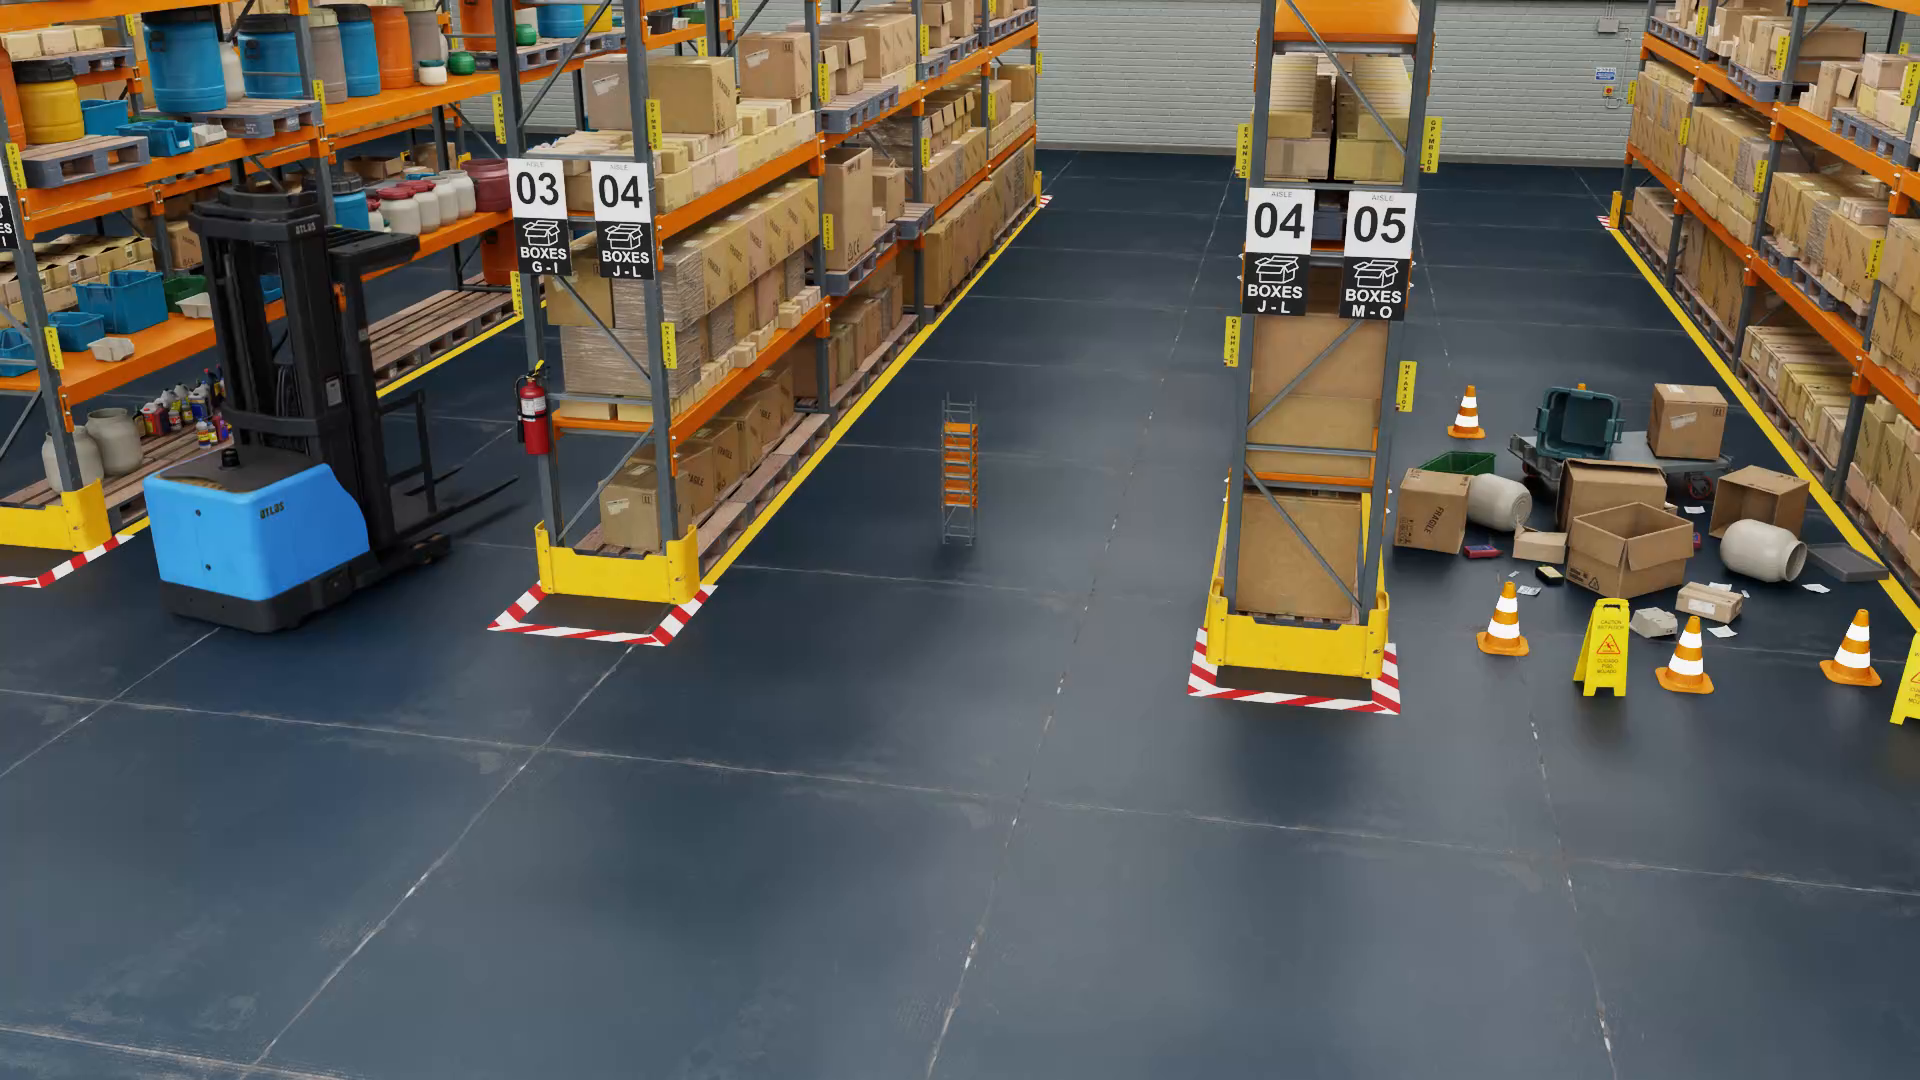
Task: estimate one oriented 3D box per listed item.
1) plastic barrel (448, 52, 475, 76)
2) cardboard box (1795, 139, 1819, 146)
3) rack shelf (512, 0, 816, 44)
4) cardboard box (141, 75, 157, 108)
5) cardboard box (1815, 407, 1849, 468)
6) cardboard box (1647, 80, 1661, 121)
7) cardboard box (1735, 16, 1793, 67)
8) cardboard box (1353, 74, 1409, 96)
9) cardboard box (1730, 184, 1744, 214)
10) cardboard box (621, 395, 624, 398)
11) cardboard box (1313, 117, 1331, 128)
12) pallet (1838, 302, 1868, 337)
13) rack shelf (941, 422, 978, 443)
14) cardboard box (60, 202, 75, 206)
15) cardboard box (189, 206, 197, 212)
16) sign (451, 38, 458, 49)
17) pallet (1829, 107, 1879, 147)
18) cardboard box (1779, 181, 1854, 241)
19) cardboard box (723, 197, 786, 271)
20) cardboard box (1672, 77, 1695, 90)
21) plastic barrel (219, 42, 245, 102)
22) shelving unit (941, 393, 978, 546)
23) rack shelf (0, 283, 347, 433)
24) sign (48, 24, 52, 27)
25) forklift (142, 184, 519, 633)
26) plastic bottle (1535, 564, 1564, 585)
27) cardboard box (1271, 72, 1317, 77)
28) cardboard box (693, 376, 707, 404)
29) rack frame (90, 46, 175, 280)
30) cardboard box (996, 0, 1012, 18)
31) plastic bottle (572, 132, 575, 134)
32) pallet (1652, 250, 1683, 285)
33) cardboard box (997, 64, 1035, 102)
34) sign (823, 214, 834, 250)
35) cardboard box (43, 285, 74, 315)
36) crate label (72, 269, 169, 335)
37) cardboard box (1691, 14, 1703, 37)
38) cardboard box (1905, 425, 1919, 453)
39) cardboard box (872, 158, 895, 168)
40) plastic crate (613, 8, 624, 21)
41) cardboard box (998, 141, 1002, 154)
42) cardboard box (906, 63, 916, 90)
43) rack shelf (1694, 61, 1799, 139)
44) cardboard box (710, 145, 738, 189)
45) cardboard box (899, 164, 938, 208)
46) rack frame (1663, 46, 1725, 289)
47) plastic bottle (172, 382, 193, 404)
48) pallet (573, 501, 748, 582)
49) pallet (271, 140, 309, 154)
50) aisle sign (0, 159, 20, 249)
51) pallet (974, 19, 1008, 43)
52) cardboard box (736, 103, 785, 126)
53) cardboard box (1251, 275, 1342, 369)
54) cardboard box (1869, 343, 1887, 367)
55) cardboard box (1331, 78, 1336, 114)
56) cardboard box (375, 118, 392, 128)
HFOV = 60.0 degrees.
[{"bbox_3d":[-5.775,-5.520,19.269,0.294,0.245,0.294,0,22,0],"label":"plastic barrel"},{"bbox_3d":[9.208,-4.016,17.869,0.500,0.500,0.500,5,22,11],"label":"cardboard box"},{"bbox_3d":[-2.150,-4.171,12.662,1.077,0.370,4.000,4,22,11],"label":"rack shelf"},{"bbox_3d":[-14.072,-7.661,27.990,0.980,0.700,0.700,4,22,10],"label":"cardboard box"},{"bbox_3d":[8.064,-0.867,14.478,0.950,0.372,0.625,5,22,12],"label":"cardboard box"},{"bbox_3d":[9.836,-6.066,22.958,0.500,0.500,0.500,4,22,11],"label":"cardboard box"},{"bbox_3d":[8.852,-5.462,18.218,0.500,0.500,0.500,5,22,11],"label":"cardboard box"},{"bbox_3d":[3.072,-3.306,12.136,0.380,0.149,0.250,4,22,10],"label":"cardboard box"},{"bbox_3d":[8.727,-3.709,18.109,0.500,0.250,0.500,4,22,10],"label":"cardboard box"},{"bbox_3d":[-2.650,-1.087,12.403,0.380,0.149,0.250,4,22,11],"label":"cardboard box"},{"bbox_3d":[2.206,-2.661,11.068,0.500,0.250,0.500,5,22,11],"label":"cardboard box"},{"bbox_3d":[8.258,-1.879,14.291,1.003,0.211,1.213,4,22,11],"label":"pallet"},{"bbox_3d":[-0.003,-0.844,13.029,0.258,0.103,0.180,4,22,11],"label":"rack shelf"},{"bbox_3d":[-10.828,-4.087,19.853,0.380,0.149,0.250,6,23,15],"label":"cardboard box"},{"bbox_3d":[-10.556,-4.268,22.723,0.500,0.500,0.500,4,22,9],"label":"cardboard box"},{"bbox_3d":[-8.451,-8.234,27.841,0.100,0.325,0.005,4,22,11],"label":"sign"},{"bbox_3d":[8.399,-3.601,14.546,1.213,0.211,1.003,4,22,11],"label":"pallet"},{"bbox_3d":[8.358,-3.203,16.229,0.500,0.500,0.500,6,23,14],"label":"cardboard box"},{"bbox_3d":[-1.768,-2.552,13.834,0.500,0.500,0.500,4,22,11],"label":"cardboard box"},{"bbox_3d":[9.666,-6.036,22.015,0.380,0.149,0.250,4,22,10],"label":"cardboard box"},{"bbox_3d":[-6.871,-4.328,15.388,0.421,0.512,0.421,0,22,0],"label":"plastic barrel"},{"bbox_3d":[-0.003,-0.551,13.147,0.258,1.200,0.189,4,22,11],"label":"shelving unit"},{"bbox_3d":[-6.999,-1.767,14.720,1.077,0.370,4.000,4,22,11],"label":"rack shelf"},{"bbox_3d":[-11.153,-6.348,20.422,0.100,0.325,0.005,4,22,11],"label":"sign"},{"bbox_3d":[-4.667,-1.229,12.512,1.130,2.935,3.031,10,24,22],"label":"forklift"},{"bbox_3d":[4.474,0.257,12.663,0.133,0.061,0.283,-3,22,-8],"label":"plastic bottle"},{"bbox_3d":[2.428,-3.353,12.252,0.380,0.149,0.250,4,22,11],"label":"cardboard box"},{"bbox_3d":[-2.131,-1.142,12.540,0.380,0.149,0.250,4,22,11],"label":"cardboard box"},{"bbox_3d":[-10.623,-4.674,20.975,1.000,3.000,0.127,4,22,11],"label":"rack frame"},{"bbox_3d":[0.351,-7.727,23.710,0.700,0.500,0.500,5,23,13],"label":"cardboard box"},{"bbox_3d":[-5.451,-5.602,23.436,0.061,0.283,0.133,4,22,11],"label":"plastic bottle"},{"bbox_3d":[9.824,-3.604,22.050,1.003,0.211,1.213,4,22,11],"label":"pallet"},{"bbox_3d":[0.865,-7.062,25.701,0.500,0.500,0.500,5,22,12],"label":"cardboard box"},{"bbox_3d":[-1.209,-2.818,15.207,0.100,0.325,0.005,4,22,11],"label":"sign"},{"bbox_3d":[-10.801,-2.822,19.494,0.500,0.250,0.500,5,22,12],"label":"cardboard box"},{"bbox_3d":[-7.296,-2.080,14.485,0.502,0.435,0.616,4,22,11],"label":"crate label"},{"bbox_3d":[9.409,-6.453,20.861,0.396,0.266,0.258,5,23,13],"label":"cardboard box"},{"bbox_3d":[7.336,-0.744,12.463,0.380,0.149,0.250,6,23,14],"label":"cardboard box"},{"bbox_3d":[-0.997,-3.958,18.501,0.500,0.500,0.500,2,22,4],"label":"cardboard box"},{"bbox_3d":[-4.896,-7.770,24.806,0.437,0.282,0.530,4,22,11],"label":"plastic crate"},{"bbox_3d":[0.383,-5.539,23.459,0.380,0.149,0.250,5,23,13],"label":"cardboard box"},{"bbox_3d":[-0.782,-5.047,18.086,0.500,0.250,0.500,5,22,11],"label":"cardboard box"},{"bbox_3d":[9.184,-4.951,18.611,1.077,0.370,4.000,4,22,11],"label":"rack shelf"},{"bbox_3d":[-2.002,-2.840,12.607,0.500,0.250,0.500,4,22,11],"label":"cardboard box"},{"bbox_3d":[-0.560,-4.121,19.468,0.500,0.500,0.500,5,22,12],"label":"cardboard box"},{"bbox_3d":[9.592,-4.625,20.853,1.000,3.000,0.127,4,22,11],"label":"rack frame"},{"bbox_3d":[-7.287,-1.320,15.602,0.144,0.351,0.185,4,22,10],"label":"plastic bottle"},{"bbox_3d":[-2.342,-0.021,13.153,1.003,0.211,1.213,4,22,11],"label":"pallet"},{"bbox_3d":[-10.076,-5.764,23.938,1.003,0.211,1.213,4,22,11],"label":"pallet"},{"bbox_3d":[-7.135,-2.527,12.163,0.394,0.787,0.004,4,22,11],"label":"aisle sign"},{"bbox_3d":[0.068,-7.029,22.926,1.003,0.211,1.213,4,22,11],"label":"pallet"},{"bbox_3d":[-1.667,-3.529,13.782,0.380,0.149,0.250,4,22,9],"label":"cardboard box"},{"bbox_3d":[2.413,-1.488,11.418,0.875,0.550,0.550,4,22,11],"label":"cardboard box"},{"bbox_3d":[7.581,-1.492,13.410,0.380,0.149,0.250,4,22,11],"label":"cardboard box"},{"bbox_3d":[3.081,-3.873,14.476,0.500,0.250,0.500,5,22,11],"label":"cardboard box"},{"bbox_3d":[-9.230,-6.719,25.919,0.500,0.500,0.500,4,22,11],"label":"cardboard box"}]
